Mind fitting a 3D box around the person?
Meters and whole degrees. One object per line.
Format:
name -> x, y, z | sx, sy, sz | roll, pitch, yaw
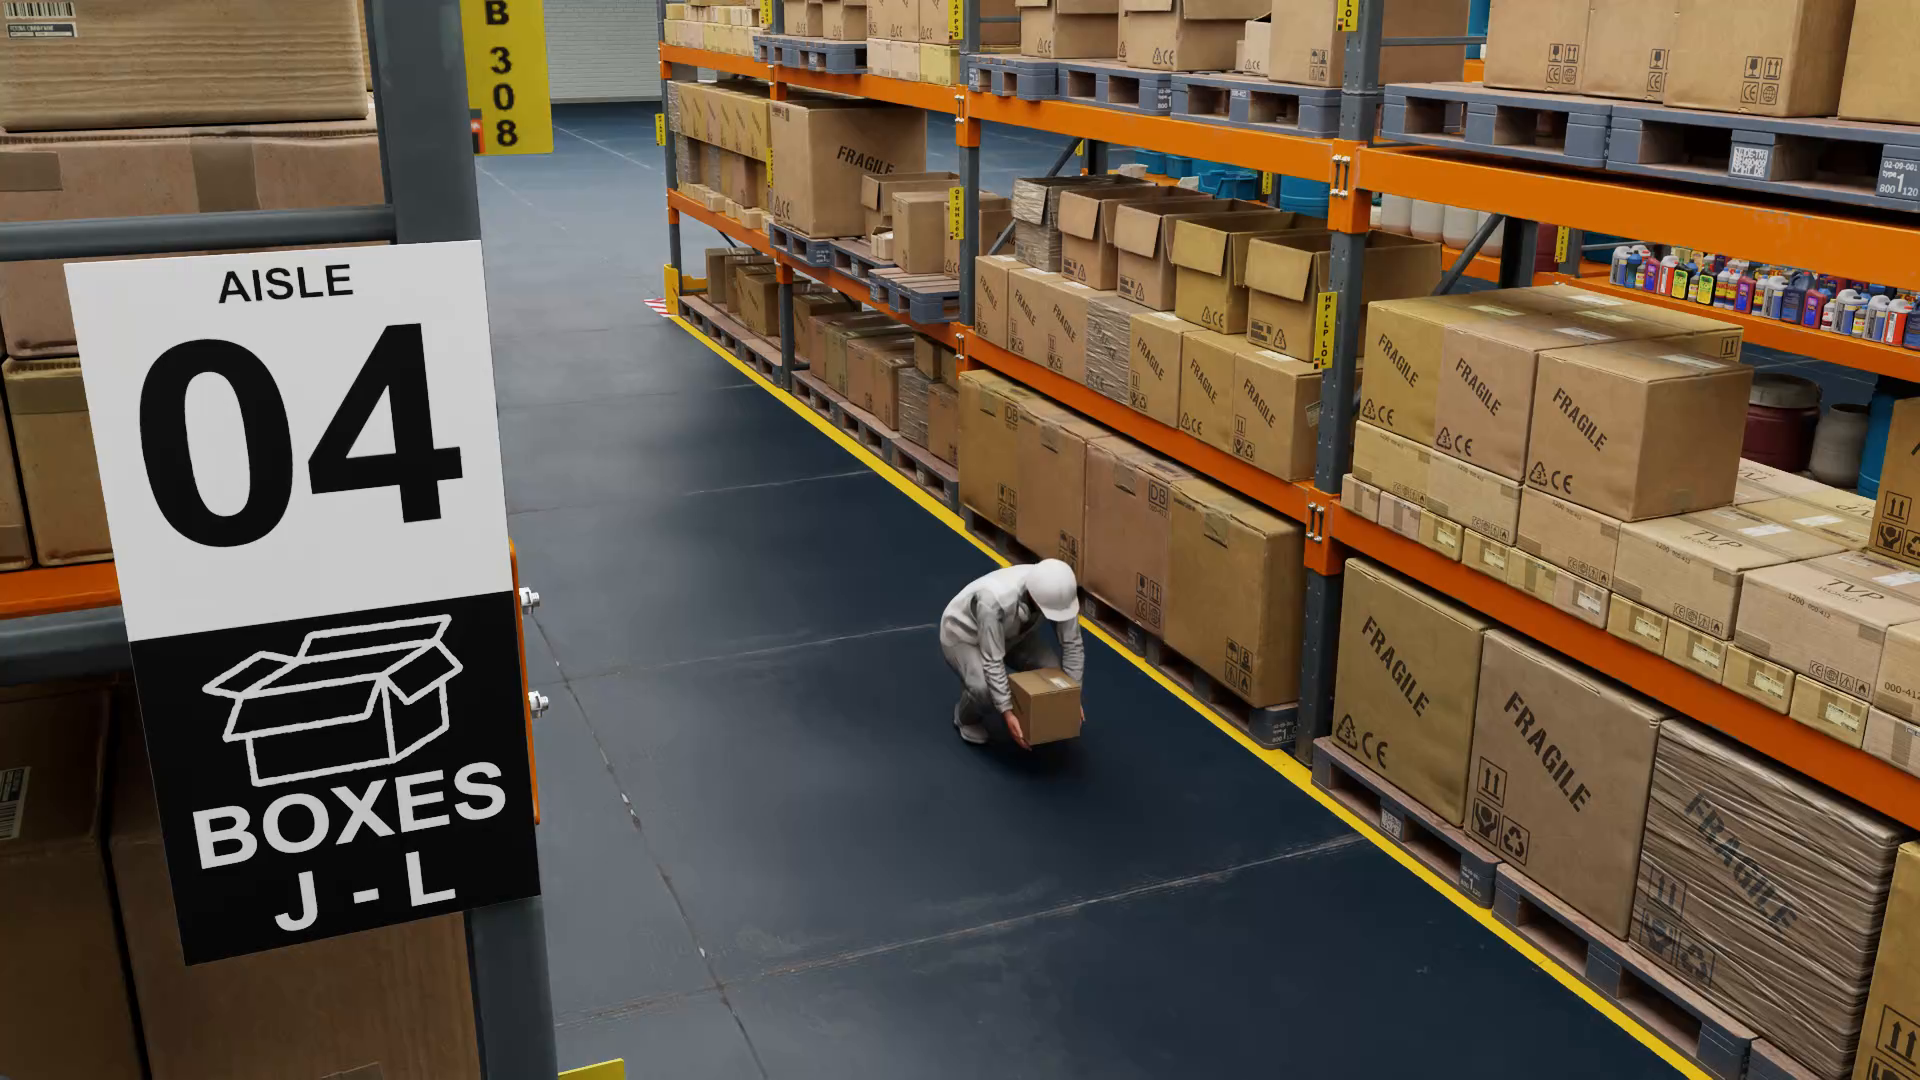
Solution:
person -> 0.252, 0.484, 7.804 | 0.542, 1.004, 0.875 | -8, 20, -22
